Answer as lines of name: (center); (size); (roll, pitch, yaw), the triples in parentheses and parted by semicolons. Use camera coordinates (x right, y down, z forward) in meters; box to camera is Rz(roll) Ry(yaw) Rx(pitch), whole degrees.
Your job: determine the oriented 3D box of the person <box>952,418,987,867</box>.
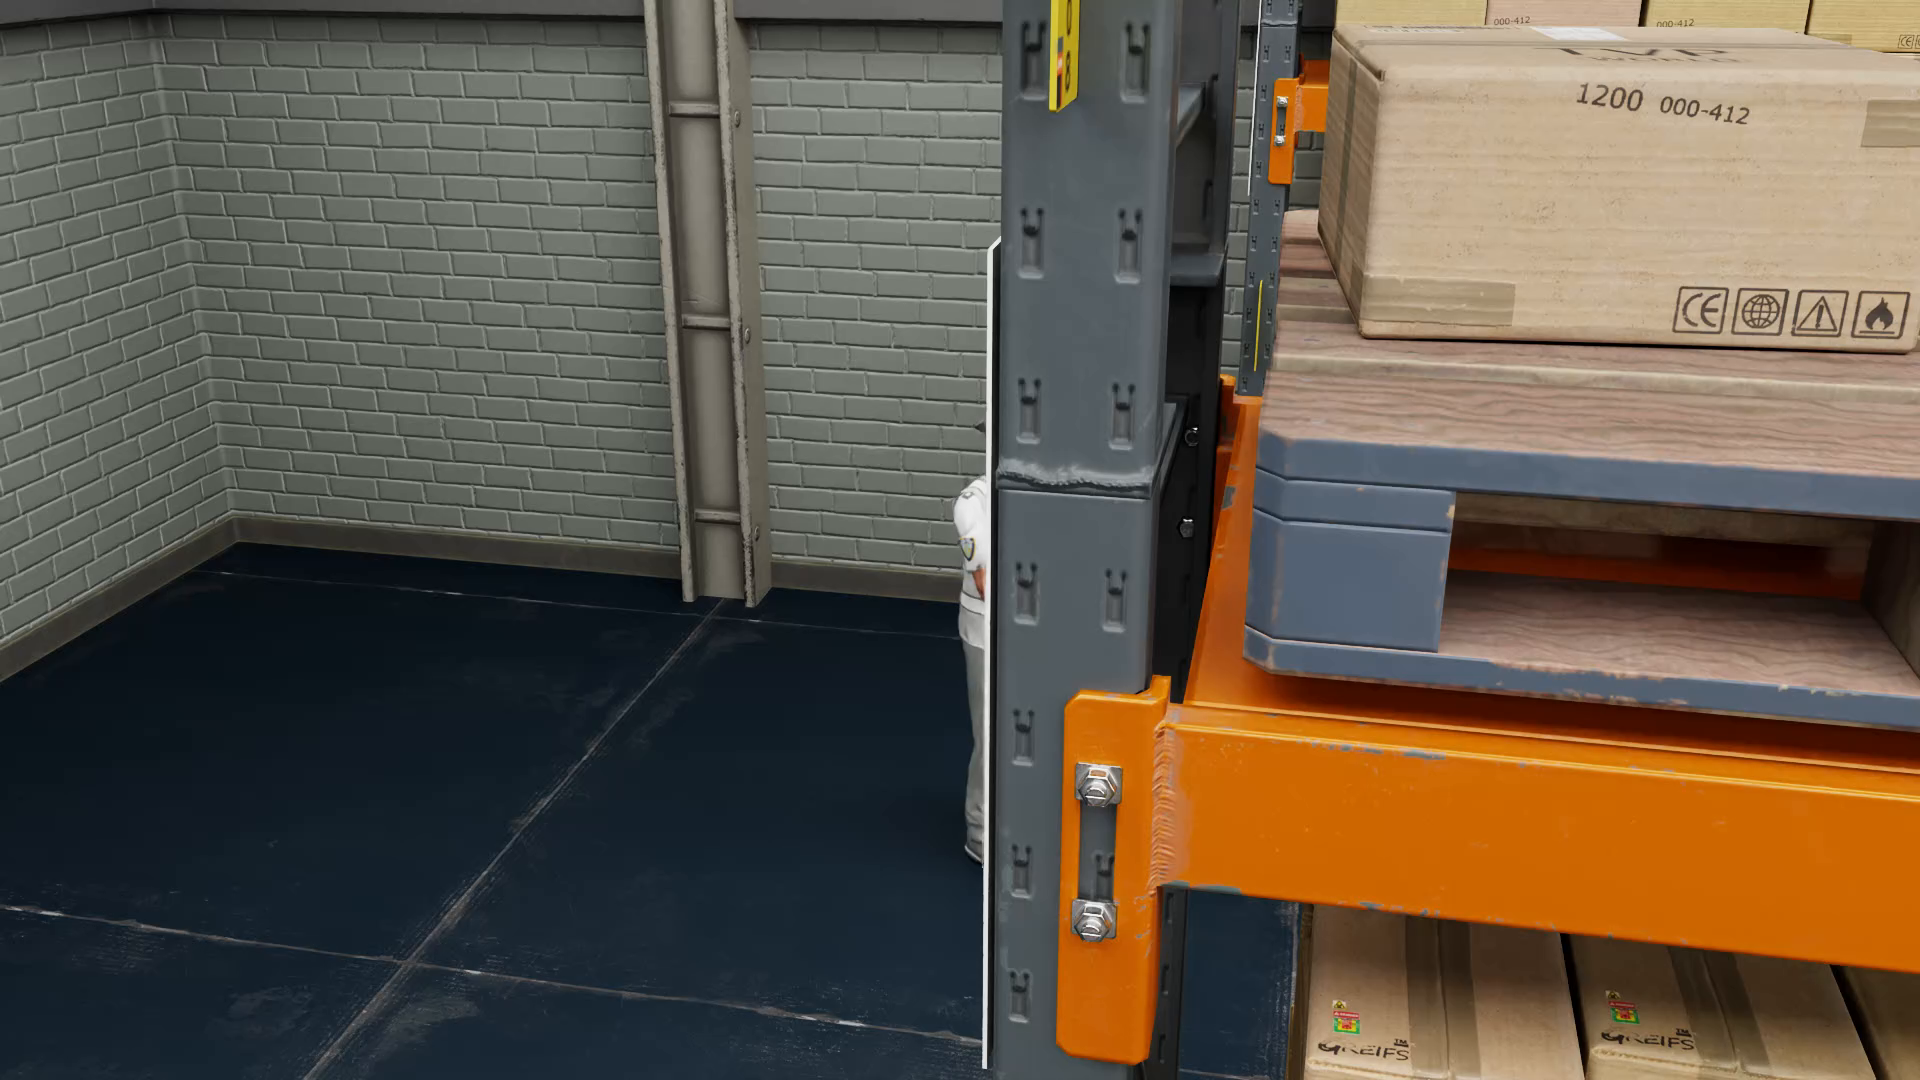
person: (0.275, 0.372, 6.089); (0.503, 1.776, 0.555); (-16, 26, -34)
